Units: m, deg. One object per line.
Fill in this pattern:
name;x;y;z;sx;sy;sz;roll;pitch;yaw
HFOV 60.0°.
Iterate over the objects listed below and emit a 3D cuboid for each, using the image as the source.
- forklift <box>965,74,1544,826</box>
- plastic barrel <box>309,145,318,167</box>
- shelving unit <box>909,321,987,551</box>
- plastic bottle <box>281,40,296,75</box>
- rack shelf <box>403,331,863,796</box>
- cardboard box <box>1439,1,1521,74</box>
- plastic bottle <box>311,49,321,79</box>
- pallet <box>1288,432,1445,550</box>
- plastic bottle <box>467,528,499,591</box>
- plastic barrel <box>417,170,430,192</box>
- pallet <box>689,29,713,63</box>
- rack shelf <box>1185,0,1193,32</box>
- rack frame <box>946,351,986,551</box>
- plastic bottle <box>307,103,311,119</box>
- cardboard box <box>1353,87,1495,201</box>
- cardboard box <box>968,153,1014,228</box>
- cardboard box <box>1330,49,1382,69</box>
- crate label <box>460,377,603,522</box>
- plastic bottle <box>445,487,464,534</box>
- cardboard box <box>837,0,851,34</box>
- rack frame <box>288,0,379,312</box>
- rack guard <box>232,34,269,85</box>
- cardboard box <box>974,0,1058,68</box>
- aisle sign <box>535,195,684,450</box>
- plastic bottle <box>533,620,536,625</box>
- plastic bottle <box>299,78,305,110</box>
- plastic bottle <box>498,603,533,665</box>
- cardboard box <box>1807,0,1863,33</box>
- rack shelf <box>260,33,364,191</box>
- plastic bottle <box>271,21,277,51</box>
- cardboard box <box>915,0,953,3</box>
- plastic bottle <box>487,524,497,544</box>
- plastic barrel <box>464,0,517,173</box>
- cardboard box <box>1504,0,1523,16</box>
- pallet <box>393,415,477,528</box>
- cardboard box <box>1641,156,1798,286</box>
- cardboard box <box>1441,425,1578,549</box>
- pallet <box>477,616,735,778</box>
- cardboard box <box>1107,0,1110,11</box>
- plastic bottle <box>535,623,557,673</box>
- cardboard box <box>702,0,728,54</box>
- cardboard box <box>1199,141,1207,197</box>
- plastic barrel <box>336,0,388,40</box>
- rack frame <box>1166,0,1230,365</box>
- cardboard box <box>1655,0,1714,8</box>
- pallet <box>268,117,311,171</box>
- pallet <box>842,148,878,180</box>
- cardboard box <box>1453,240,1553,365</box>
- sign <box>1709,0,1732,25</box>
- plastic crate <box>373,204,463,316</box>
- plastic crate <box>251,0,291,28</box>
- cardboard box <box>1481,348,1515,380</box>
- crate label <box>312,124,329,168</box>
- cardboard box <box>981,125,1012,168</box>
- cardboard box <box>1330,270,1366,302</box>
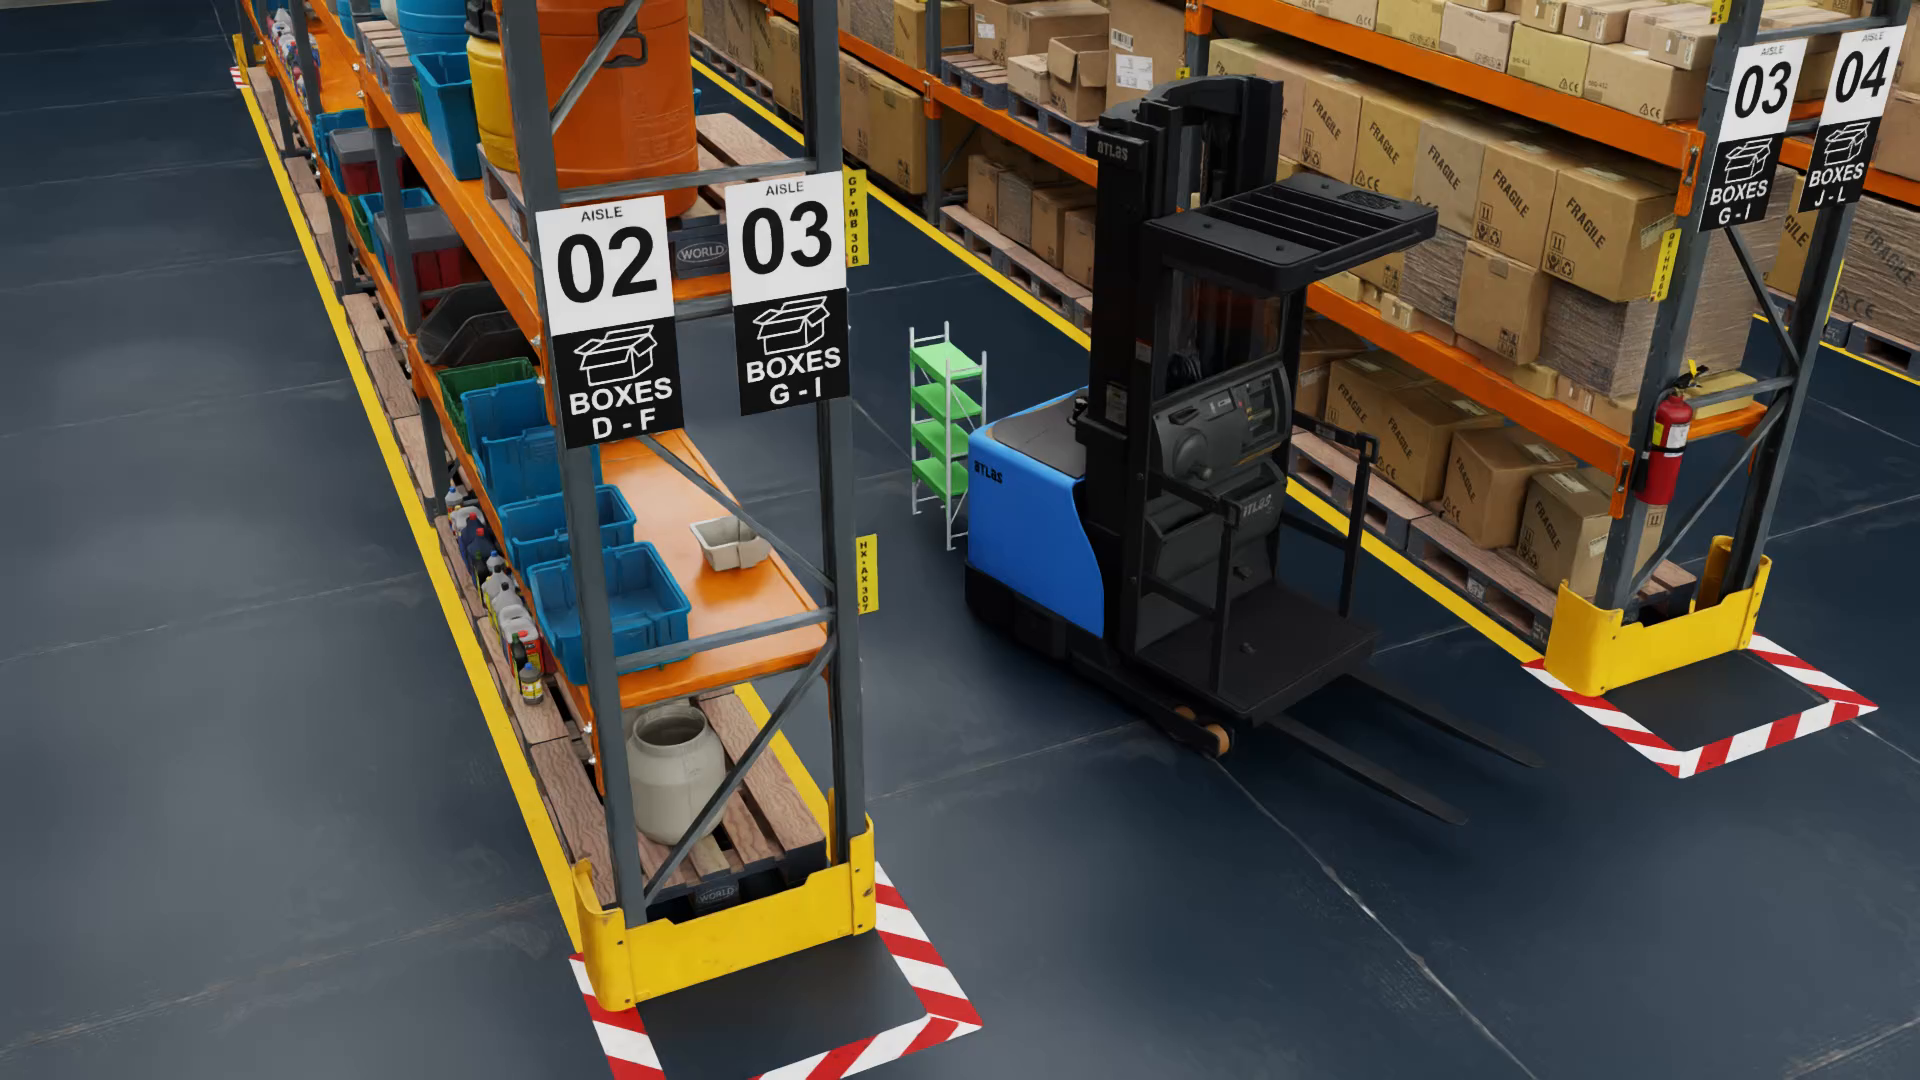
forklift;1.382;-0.522;7.684;1.130;2.935;3.031;-24;37;-36
plastic barrel;-5.785;-3.960;15.462;0.600;0.901;0.708;-13;32;-22
shelving unit;-0.071;-0.596;9.587;0.258;1.200;0.503;-13;32;-22
plastic bottle;-5.652;-4.086;14.097;0.152;0.276;0.135;-13;32;-22
rack shelf;-1.711;-0.205;7.784;1.077;0.370;4.000;-13;32;-22
cardboard box;2.756;-2.526;8.274;0.500;0.250;0.500;-12;32;-21
plastic bottle;-5.413;-3.972;13.897;0.097;0.271;0.097;0;29;0
pallet;2.752;-0.397;10.242;1.003;0.211;1.213;-13;32;-22
plastic bottle;-2.516;0.088;8.784;0.144;0.351;0.185;-15;32;-24
plastic barrel;-3.471;-2.622;11.246;0.421;0.512;0.421;0;29;0
pallet;-2.834;-6.190;20.573;1.003;0.211;1.213;-13;32;-22
rack shelf;1.046;-4.320;12.057;1.077;0.370;4.000;-13;32;-22
rack frame;0.034;-0.489;9.395;0.240;1.200;0.015;-13;32;-22
plastic bottle;-4.944;-3.309;12.704;0.061;0.283;0.133;-13;32;-22
cardboard box;2.523;-2.140;9.070;0.500;0.500;0.500;-13;32;-22
cardboard box;0.493;-3.019;14.173;0.700;0.500;0.500;-15;33;-25
cardboard box;2.562;-2.690;10.052;0.500;0.500;0.500;-13;32;-22
crate label;-1.886;-0.407;7.373;0.502;0.435;0.616;-13;32;-22
plastic bottle;-2.828;-0.171;9.329;0.097;0.271;0.097;0;29;0
cardboard box;-0.901;-5.094;15.665;0.500;0.500;0.500;-12;32;-21
rack frame;-4.286;-3.169;12.335;1.000;3.000;0.127;-13;32;-22
rack guard;-7.743;-5.621;19.263;1.175;0.500;0.348;-13;32;-22
cardboard box;0.455;-4.206;13.652;0.500;0.500;0.500;-17;34;-28
aisle sign;-1.089;-0.675;5.229;0.394;0.787;0.004;-13;32;-22
plastic bottle;-2.075;0.461;8.272;0.097;0.201;0.097;0;29;0
plastic bottle;-5.145;-3.531;13.112;0.097;0.271;0.097;0;29;0
plastic bottle;-2.179;0.463;8.192;0.152;0.276;0.135;-14;32;-23
cardboard box;6.555;-3.805;12.212;0.875;0.550;0.550;-13;32;-22
rack shelf;-5.145;-3.739;14.087;1.077;0.370;4.000;-13;32;-22
plastic bottle;-6.066;-4.480;14.803;0.097;0.271;0.097;0;29;0
cardboard box;-0.112;-5.017;14.502;0.797;0.503;0.637;-12;31;-20
plastic bottle;-2.467;-0.025;8.987;0.144;0.351;0.185;-13;32;-22
plastic barrel;-1.456;-1.686;6.001;0.600;0.588;0.600;0;29;0
cardboard box;2.875;-2.628;8.049;0.380;0.149;0.250;-13;32;-21
pallet;-2.941;-0.525;10.470;1.003;0.211;1.213;-13;32;-22
cardboard box;3.631;-1.585;8.081;0.500;0.500;0.500;-13;32;-22
cardboard box;3.081;-0.305;9.353;0.500;0.500;0.500;-5;30;-9
pallet;-1.791;0.659;8.359;1.003;0.211;1.213;-13;32;-22
cardboard box;2.069;-6.709;20.829;0.380;0.149;0.250;-15;32;-24
plastic bottle;-2.024;0.499;8.122;0.061;0.283;0.133;-13;32;-22
cardboard box;-2.510;-6.332;19.718;0.875;0.875;0.875;-13;32;-22
cardboard box;2.041;-2.404;10.564;0.875;0.500;0.500;-13;32;-22
plastic barrel;-2.984;-3.108;8.647;0.600;0.901;0.708;-13;32;-22
rack frame;1.904;-2.442;11.039;1.000;3.000;0.127;-13;32;-22
cardboard box;3.468;-2.483;7.790;0.380;0.149;0.250;-14;32;-23
pallet;-6.354;-4.037;16.733;1.003;0.211;1.213;-13;32;-22
pallet;-0.603;-3.895;16.481;1.003;0.211;1.213;-13;32;-22
cardboard box;3.087;-1.293;8.583;0.875;0.500;0.500;-13;32;-22
sign;3.111;-2.262;6.745;0.100;0.325;0.005;-13;32;-22
plastic crate;-3.053;-1.580;9.435;0.402;0.464;0.583;-13;32;-22
plastic crate;-6.512;-5.090;15.715;0.392;0.384;0.575;-13;32;-22
cardboard box;2.959;-0.972;8.674;0.380;0.149;0.250;-13;32;-22
crate label;-4.444;-2.832;11.904;0.303;0.233;0.416;-13;32;-22
cardboard box;0.502;-3.348;13.994;0.500;0.250;0.500;-12;31;-20
cardboard box;2.381;-1.515;9.641;0.380;0.149;0.250;-13;32;-22
